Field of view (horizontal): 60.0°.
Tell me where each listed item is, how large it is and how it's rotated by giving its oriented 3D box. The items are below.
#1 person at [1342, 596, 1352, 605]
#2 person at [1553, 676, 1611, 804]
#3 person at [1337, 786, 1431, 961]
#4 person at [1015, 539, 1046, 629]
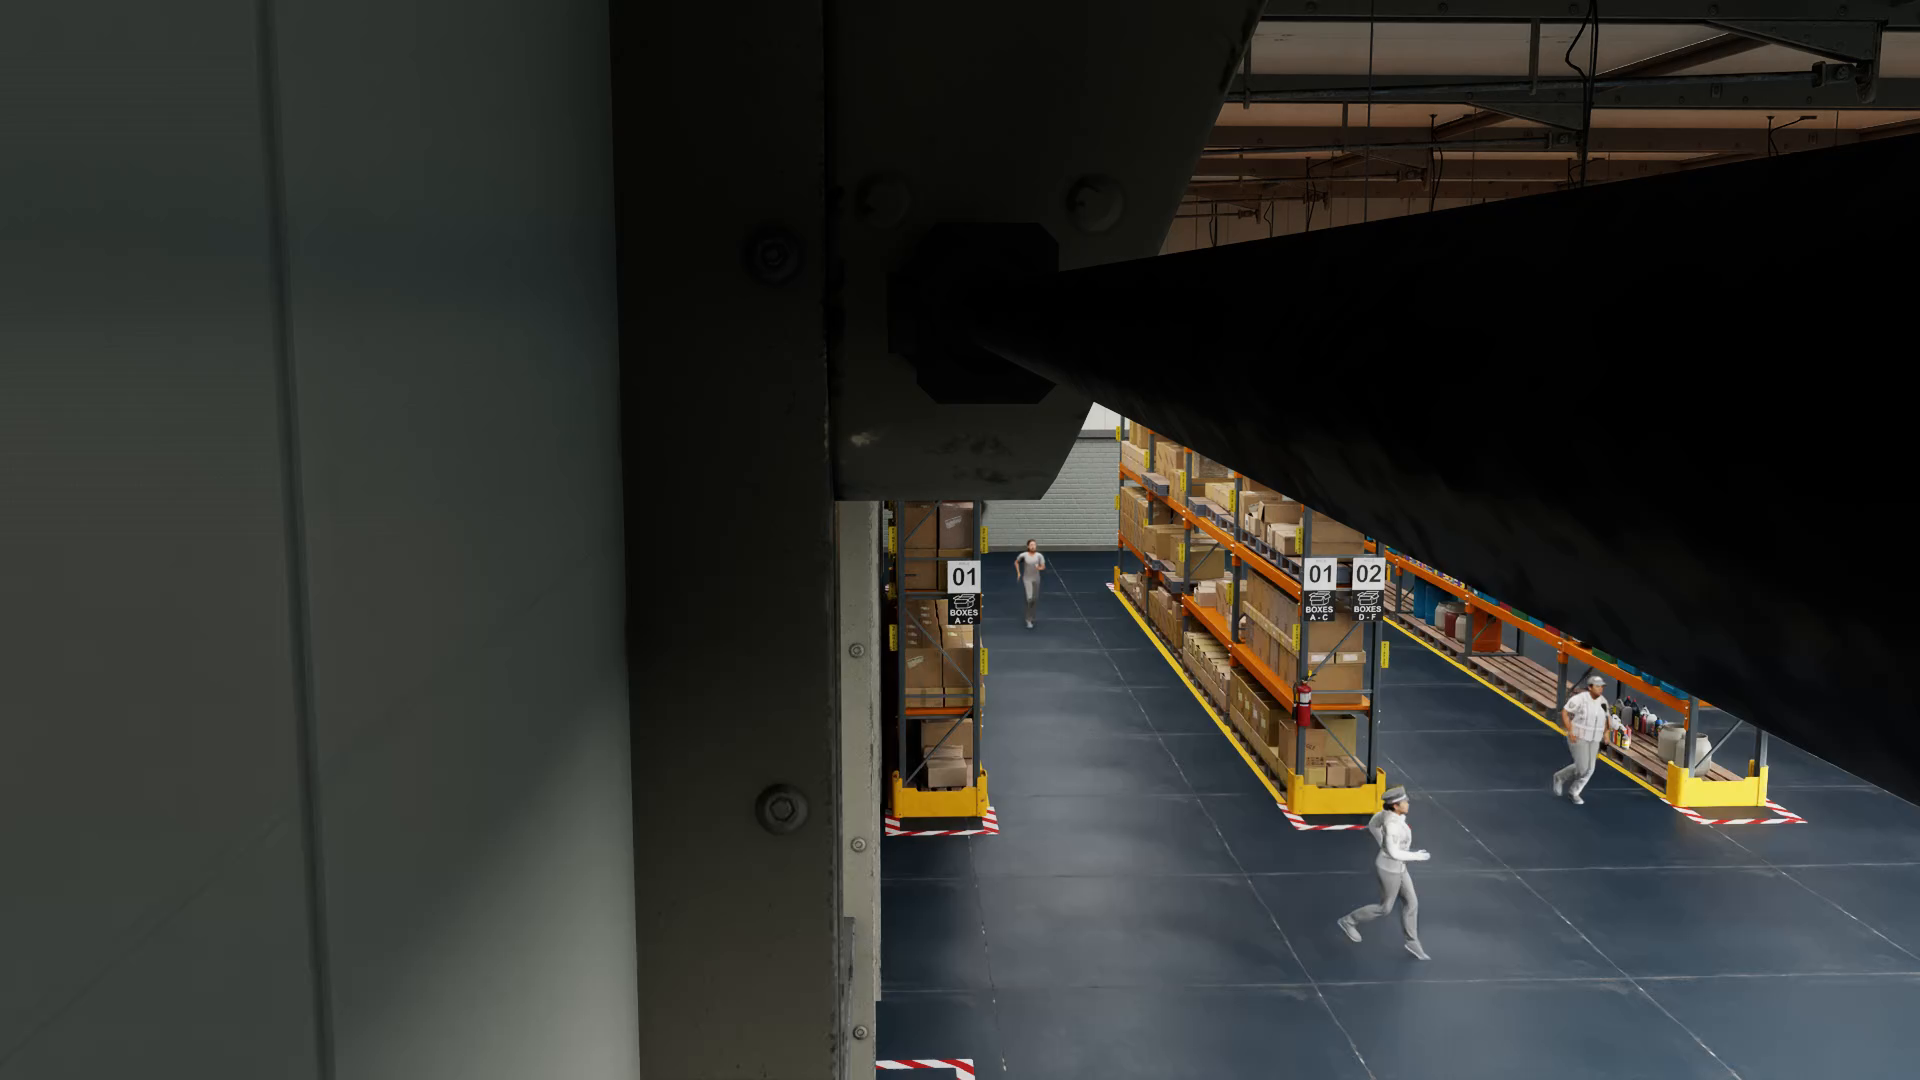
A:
[{"bbox_3d":[7.518,0.910,32.218,0.578,1.648,0.769,0,8,-3],"label":"person"},{"bbox_3d":[7.949,2.523,21.100,0.670,1.604,0.521,-2,9,-15],"label":"person"},{"bbox_3d":[4.130,3.217,16.103,0.895,1.733,0.647,2,9,15],"label":"person"},{"bbox_3d":[1.383,0.833,32.491,0.538,1.728,0.766,-2,8,-14],"label":"person"}]
